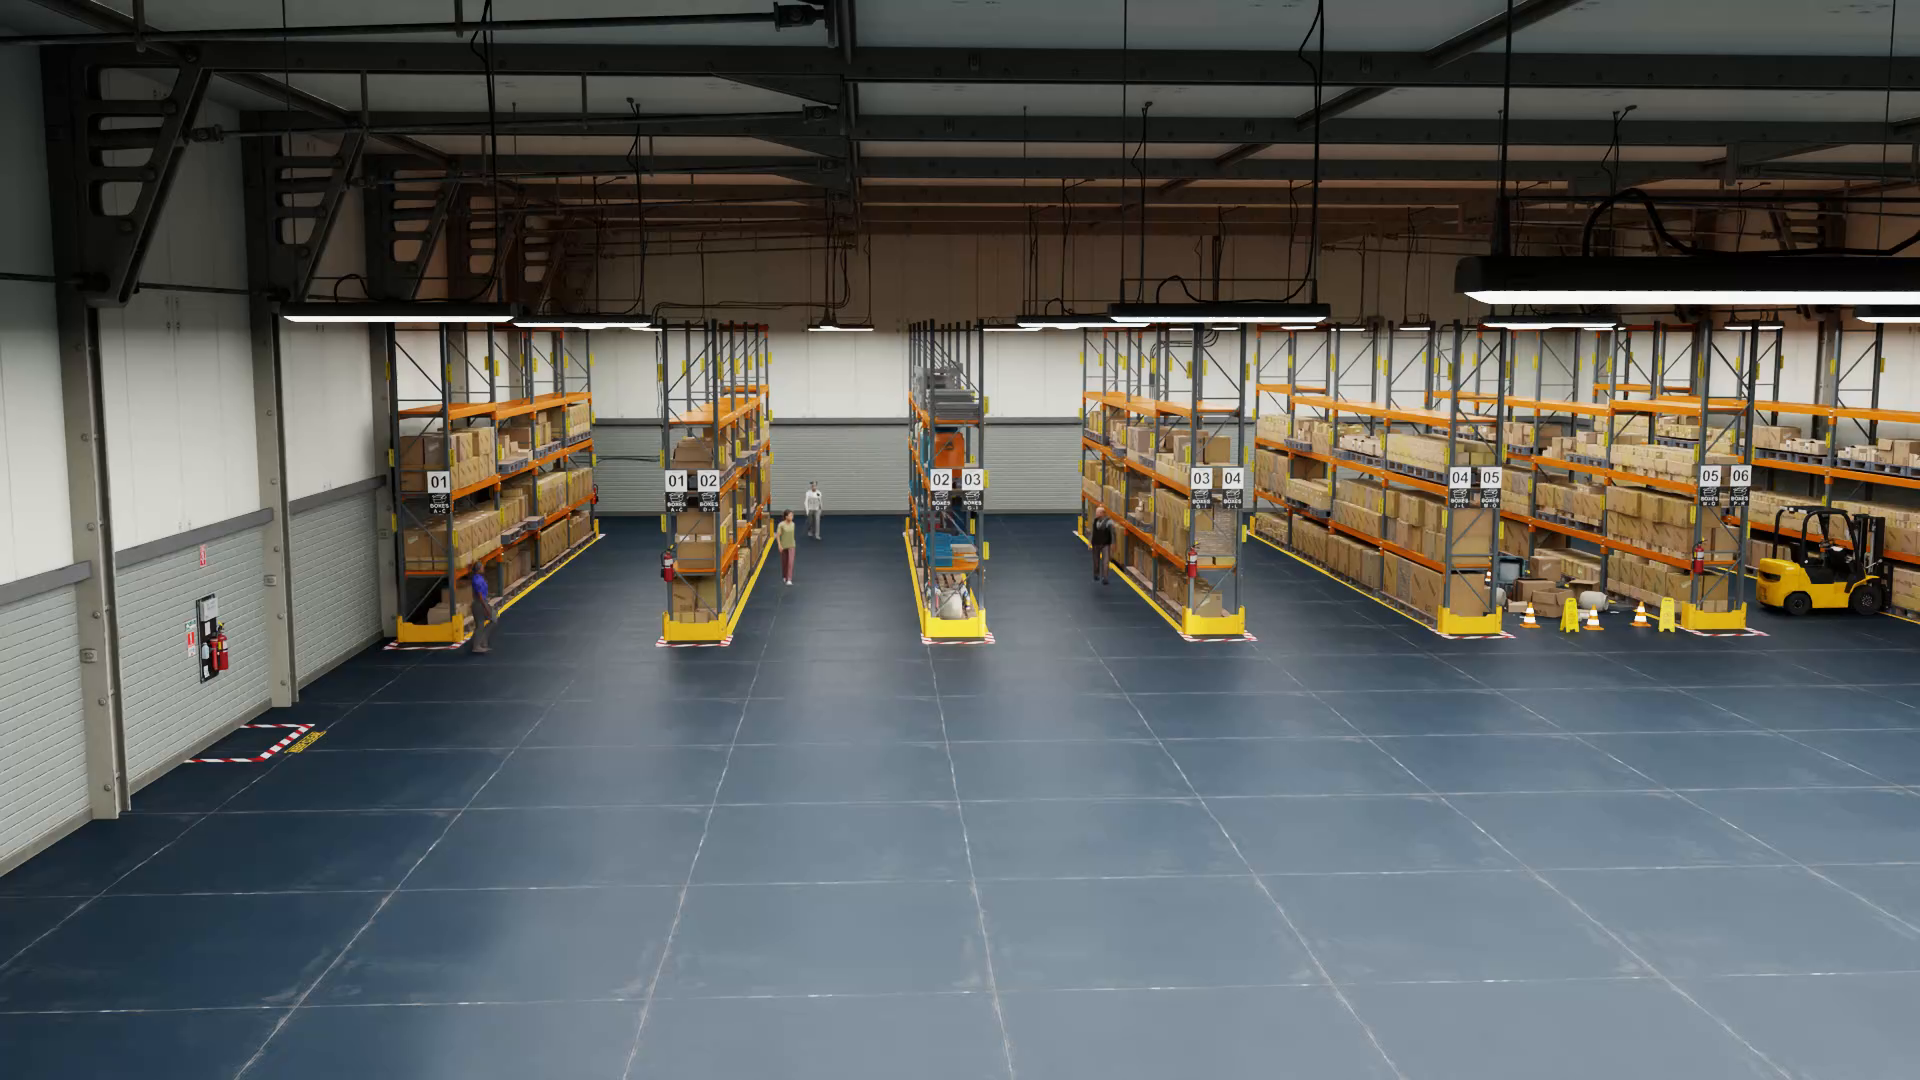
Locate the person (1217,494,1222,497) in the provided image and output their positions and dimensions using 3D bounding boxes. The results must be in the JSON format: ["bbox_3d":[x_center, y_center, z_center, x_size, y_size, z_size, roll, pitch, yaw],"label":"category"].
[{"bbox_3d":[7.071,-0.736,45.990,0.429,1.557,0.479,-1,7,-8],"label":"person"}]

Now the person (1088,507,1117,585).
[{"bbox_3d":[3.109,0.121,36.307,0.630,1.692,0.973,0,7,2],"label":"person"}]

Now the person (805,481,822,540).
[{"bbox_3d":[-4.102,-0.847,46.616,0.511,1.632,0.953,-1,7,-11],"label":"person"}]

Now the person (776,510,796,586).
[{"bbox_3d":[-3.784,0.156,36.227,0.406,1.628,1.007,0,7,0],"label":"person"}]

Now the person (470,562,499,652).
[{"bbox_3d":[-8.586,1.212,29.888,0.463,1.669,0.462,0,7,2],"label":"person"}]
